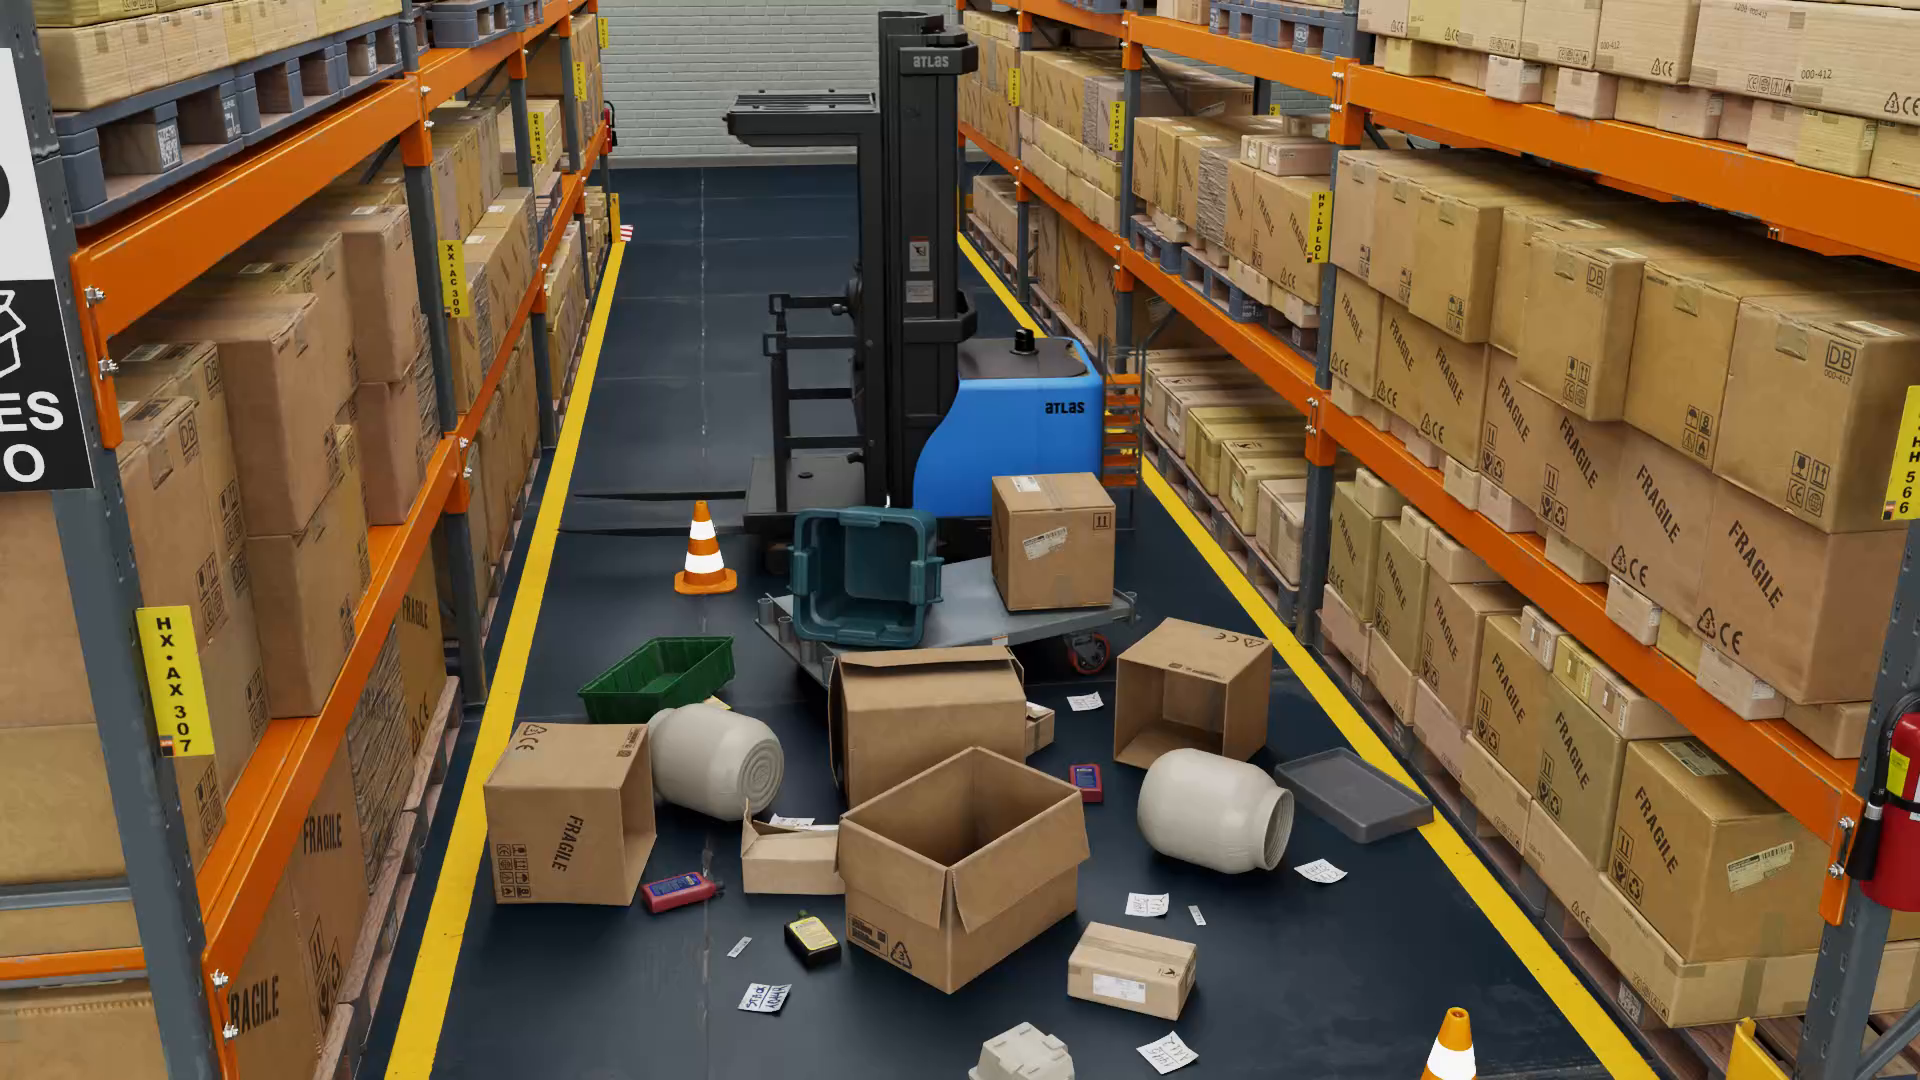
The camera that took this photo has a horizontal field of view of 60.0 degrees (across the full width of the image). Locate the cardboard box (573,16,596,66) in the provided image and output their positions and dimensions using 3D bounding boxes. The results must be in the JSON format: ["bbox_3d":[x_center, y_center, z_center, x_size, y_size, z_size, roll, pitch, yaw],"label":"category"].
[{"bbox_3d":[-4.035,-5.120,17.141,0.500,0.500,0.500,-4,21,-10],"label":"cardboard box"}]

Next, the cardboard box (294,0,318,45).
[{"bbox_3d":[-2.101,-1.525,4.840,0.380,0.149,0.250,-3,21,-8],"label":"cardboard box"}]

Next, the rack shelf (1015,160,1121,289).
[{"bbox_3d":[1.328,-2.657,13.571,1.077,0.370,4.000,-3,21,-8],"label":"rack shelf"}]

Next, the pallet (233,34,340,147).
[{"bbox_3d":[-2.410,-1.290,4.724,1.003,0.211,1.213,-3,21,-8],"label":"pallet"}]

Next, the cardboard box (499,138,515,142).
[{"bbox_3d":[-3.215,-2.723,11.627,0.380,0.149,0.250,-3,21,-8],"label":"cardboard box"}]

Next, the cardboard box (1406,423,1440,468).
[{"bbox_3d":[2.078,-0.411,6.889,0.380,0.149,0.250,-2,21,-6],"label":"cardboard box"}]

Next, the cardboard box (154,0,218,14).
[{"bbox_3d":[-2.004,-1.321,3.724,0.500,0.250,0.500,-3,21,-8],"label":"cardboard box"}]

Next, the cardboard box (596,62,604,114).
[{"bbox_3d":[-4.101,-4.830,17.794,0.500,0.500,0.500,-2,21,-7],"label":"cardboard box"}]

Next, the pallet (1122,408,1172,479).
[{"bbox_3d":[1.728,-0.725,11.355,1.003,0.211,1.213,-3,21,-8],"label":"pallet"}]

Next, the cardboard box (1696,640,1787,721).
[{"bbox_3d":[2.358,0.385,4.757,0.380,0.149,0.250,-3,21,-8],"label":"cardboard box"}]

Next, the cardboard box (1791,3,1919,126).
[{"bbox_3d":[2.429,-1.170,4.063,0.500,0.250,0.500,-3,21,-8],"label":"cardboard box"}]

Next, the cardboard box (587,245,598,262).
[{"bbox_3d":[-3.806,-2.853,16.541,0.380,0.149,0.250,-3,21,-9],"label":"cardboard box"}]

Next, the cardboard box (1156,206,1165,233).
[{"bbox_3d":[1.481,-2.062,10.709,0.380,0.149,0.250,-4,21,-11],"label":"cardboard box"}]

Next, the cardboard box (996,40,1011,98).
[{"bbox_3d":[0.634,-4.527,15.979,0.500,0.500,0.500,-3,21,-9],"label":"cardboard box"}]

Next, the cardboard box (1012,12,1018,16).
[{"bbox_3d":[0.774,-5.690,18.164,0.380,0.149,0.250,-3,21,-7],"label":"cardboard box"}]

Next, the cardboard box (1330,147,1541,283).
[{"bbox_3d":[2.042,-1.408,7.202,0.700,0.500,0.500,-3,21,-8],"label":"cardboard box"}]

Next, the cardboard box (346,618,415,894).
[{"bbox_3d":[-2.536,0.700,5.992,0.875,0.875,0.875,-3,21,-7],"label":"cardboard box"}]

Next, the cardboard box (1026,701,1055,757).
[{"bbox_3d":[0.187,0.754,7.317,0.396,0.266,0.258,17,27,39],"label":"cardboard box"}]

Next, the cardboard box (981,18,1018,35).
[{"bbox_3d":[0.422,-5.215,16.892,0.380,0.149,0.250,-3,21,-9],"label":"cardboard box"}]

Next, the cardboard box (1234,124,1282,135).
[{"bbox_3d":[2.043,-2.363,10.587,0.500,0.500,0.500,-3,21,-9],"label":"cardboard box"}]

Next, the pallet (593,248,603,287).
[{"bbox_3d":[-4.155,-2.750,16.777,1.003,0.211,1.213,-3,21,-8],"label":"pallet"}]

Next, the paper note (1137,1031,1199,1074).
[{"bbox_3d":[0.664,1.632,5.302,0.148,0.019,0.142,-11,23,-26],"label":"paper note"}]

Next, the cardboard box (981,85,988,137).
[{"bbox_3d":[0.493,-4.414,17.105,0.500,0.500,0.500,-2,21,-6],"label":"cardboard box"}]

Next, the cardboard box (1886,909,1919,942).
[{"bbox_3d":[2.923,0.907,5.259,0.500,0.500,0.500,-4,21,-10],"label":"cardboard box"}]

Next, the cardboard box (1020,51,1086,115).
[{"bbox_3d":[0.819,-4.035,14.660,0.500,0.500,0.500,-3,21,-7],"label":"cardboard box"}]

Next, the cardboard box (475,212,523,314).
[{"bbox_3d":[-2.794,-1.576,9.505,0.500,0.500,0.500,-3,21,-9],"label":"cardboard box"}]

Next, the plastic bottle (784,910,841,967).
[{"bbox_3d":[-0.536,1.400,5.879,0.133,0.061,0.283,-11,23,-26],"label":"plastic bottle"}]

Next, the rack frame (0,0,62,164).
[{"bbox_3d":[-2.114,-2.058,2.364,1.000,3.000,0.127,-3,21,-8],"label":"rack frame"}]

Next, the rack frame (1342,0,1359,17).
[{"bbox_3d":[2.193,-3.727,6.834,1.000,3.000,0.127,-3,21,-8],"label":"rack frame"}]

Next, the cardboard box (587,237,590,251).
[{"bbox_3d":[-3.828,-2.900,16.242,0.380,0.149,0.250,-2,21,-5],"label":"cardboard box"}]

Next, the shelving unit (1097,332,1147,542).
[{"bbox_3d":[0.911,-0.580,9.554,0.258,1.200,0.189,-2,21,-5],"label":"shelving unit"}]

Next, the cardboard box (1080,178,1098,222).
[{"bbox_3d":[1.197,-2.569,12.523,0.500,0.250,0.500,-3,21,-7],"label":"cardboard box"}]

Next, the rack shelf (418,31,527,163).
[{"bbox_3d":[-2.979,-2.393,8.576,1.077,0.370,4.000,-3,21,-8],"label":"rack shelf"}]

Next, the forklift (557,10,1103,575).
[{"bbox_3d":[-0.748,-1.373,9.204,3.031,2.935,1.130,-1,21,-4],"label":"forklift"}]

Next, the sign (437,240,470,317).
[{"bbox_3d":[-2.142,-1.103,7.032,0.100,0.325,0.005,-3,21,-8],"label":"sign"}]

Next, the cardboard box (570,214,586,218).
[{"bbox_3d":[-3.892,-3.127,16.424,0.380,0.149,0.250,-4,21,-10],"label":"cardboard box"}]

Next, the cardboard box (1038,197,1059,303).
[{"bbox_3d":[1.208,-2.677,15.034,0.875,0.875,0.875,-2,21,-6],"label":"cardboard box"}]

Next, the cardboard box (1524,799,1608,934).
[{"bbox_3d":[2.320,1.114,5.777,0.500,0.250,0.500,-3,21,-8],"label":"cardboard box"}]

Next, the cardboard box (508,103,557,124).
[{"bbox_3d":[-3.553,-3.538,13.809,0.380,0.149,0.250,-4,21,-9],"label":"cardboard box"}]

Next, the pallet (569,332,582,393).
[{"bbox_3d":[-3.551,-1.403,13.170,1.003,0.211,1.213,-3,21,-8],"label":"pallet"}]

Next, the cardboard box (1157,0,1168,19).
[{"bbox_3d":[1.494,-3.472,10.796,0.380,0.149,0.250,-3,21,-8],"label":"cardboard box"}]

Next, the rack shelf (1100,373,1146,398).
[{"bbox_3d":[0.911,-0.876,9.444,0.258,0.103,0.180,-2,21,-5],"label":"rack shelf"}]

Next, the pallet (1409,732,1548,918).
[{"bbox_3d":[2.504,1.044,6.620,1.003,0.211,1.213,-3,21,-8],"label":"pallet"}]

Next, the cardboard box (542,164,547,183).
[{"bbox_3d":[-3.361,-2.810,12.712,0.380,0.149,0.250,-4,21,-10],"label":"cardboard box"}]

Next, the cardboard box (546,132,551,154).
[{"bbox_3d":[-3.439,-3.131,13.145,0.380,0.149,0.250,-4,21,-11],"label":"cardboard box"}]

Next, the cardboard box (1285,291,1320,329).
[{"bbox_3d":[1.846,-1.160,8.294,0.380,0.149,0.250,-3,21,-7],"label":"cardboard box"}]

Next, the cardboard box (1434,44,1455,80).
[{"bbox_3d":[2.123,-1.910,6.615,0.380,0.149,0.250,-3,21,-8],"label":"cardboard box"}]

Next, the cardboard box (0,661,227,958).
[{"bbox_3d":[-2.212,0.556,3.725,0.875,0.550,0.550,-3,21,-8],"label":"cardboard box"}]

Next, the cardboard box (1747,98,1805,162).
[{"bbox_3d":[2.369,-1.107,4.465,0.380,0.149,0.250,-2,21,-6],"label":"cardboard box"}]

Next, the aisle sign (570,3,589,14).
[{"bbox_3d":[-4.134,-6.045,17.899,0.394,0.787,0.004,-3,21,-8],"label":"aisle sign"}]

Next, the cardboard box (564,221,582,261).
[{"bbox_3d":[-3.486,-2.534,14.114,0.500,0.250,0.500,-3,21,-9],"label":"cardboard box"}]

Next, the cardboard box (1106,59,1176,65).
[{"bbox_3d":[1.488,-3.704,13.776,0.500,0.500,0.500,-2,21,-6],"label":"cardboard box"}]

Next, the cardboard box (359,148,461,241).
[{"bbox_3d":[-2.917,-1.672,8.333,0.700,0.500,0.500,-3,21,-7],"label":"cardboard box"}]
